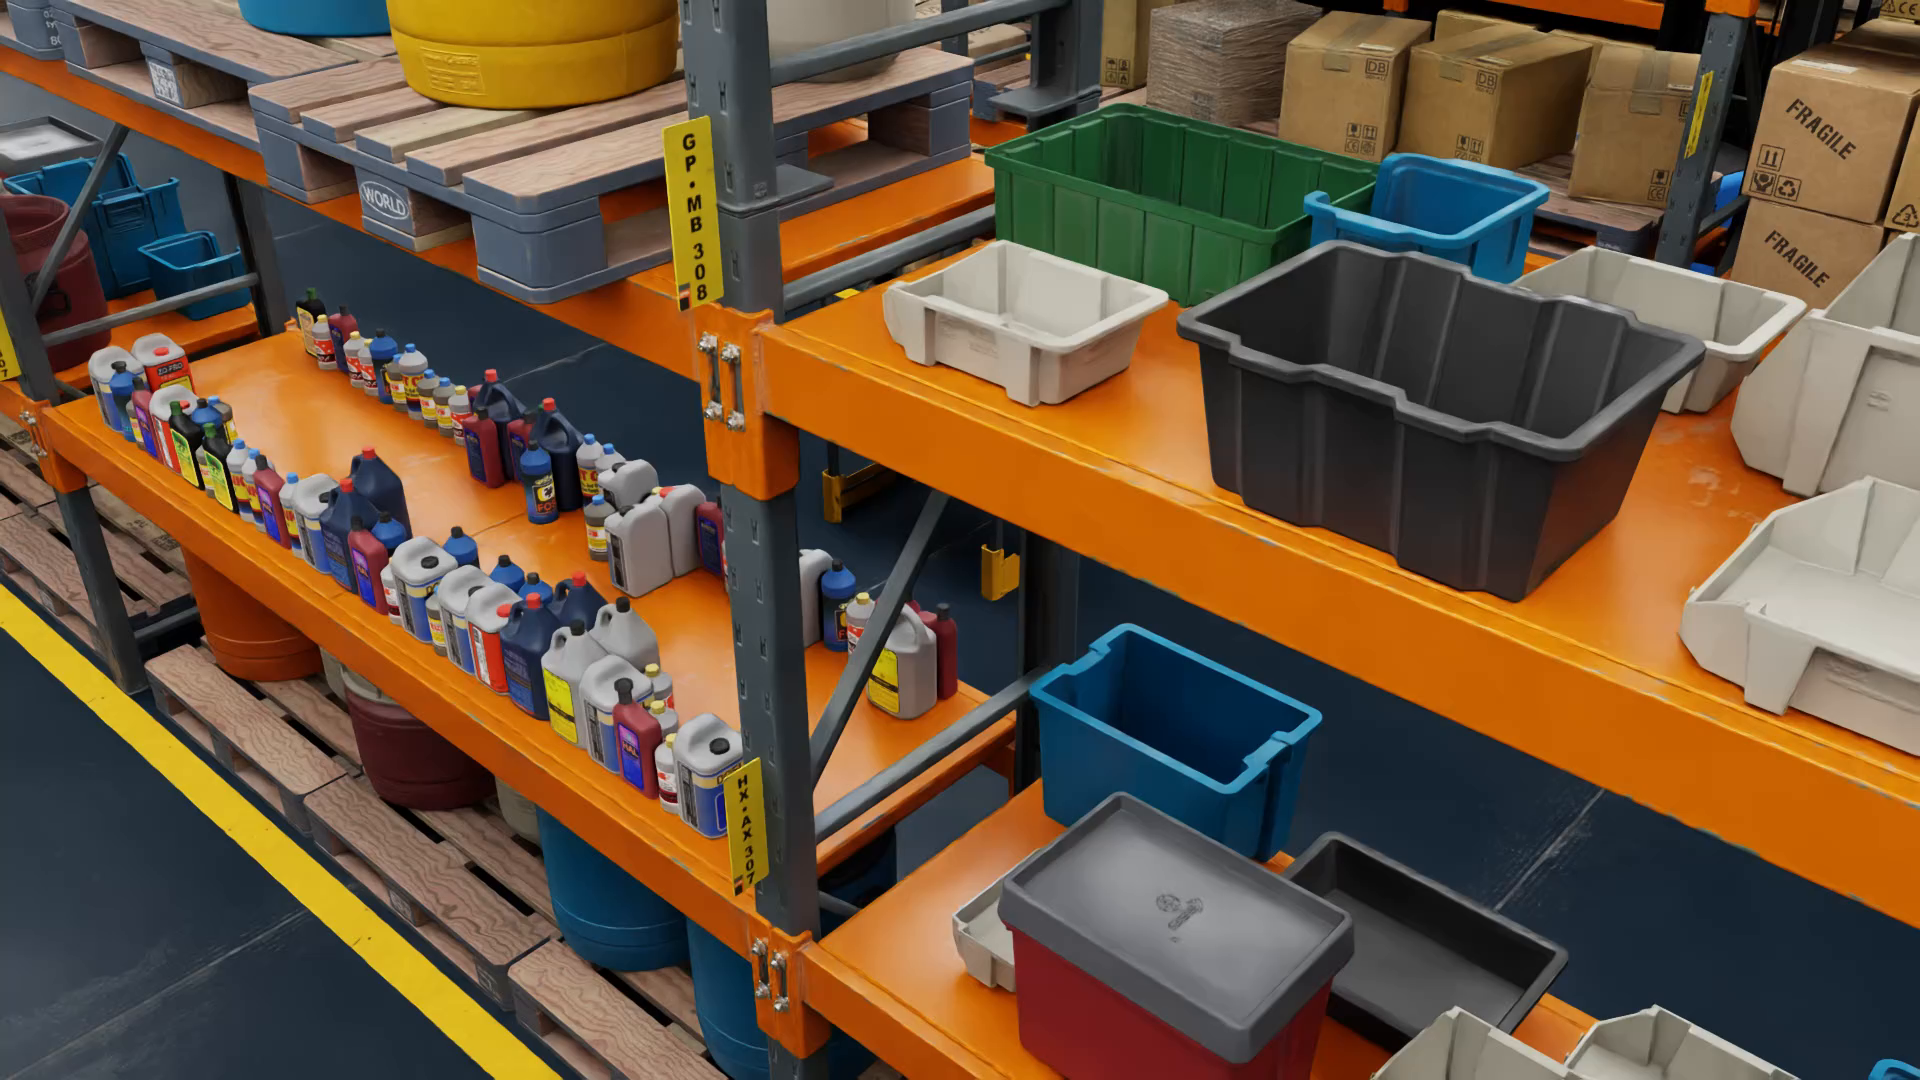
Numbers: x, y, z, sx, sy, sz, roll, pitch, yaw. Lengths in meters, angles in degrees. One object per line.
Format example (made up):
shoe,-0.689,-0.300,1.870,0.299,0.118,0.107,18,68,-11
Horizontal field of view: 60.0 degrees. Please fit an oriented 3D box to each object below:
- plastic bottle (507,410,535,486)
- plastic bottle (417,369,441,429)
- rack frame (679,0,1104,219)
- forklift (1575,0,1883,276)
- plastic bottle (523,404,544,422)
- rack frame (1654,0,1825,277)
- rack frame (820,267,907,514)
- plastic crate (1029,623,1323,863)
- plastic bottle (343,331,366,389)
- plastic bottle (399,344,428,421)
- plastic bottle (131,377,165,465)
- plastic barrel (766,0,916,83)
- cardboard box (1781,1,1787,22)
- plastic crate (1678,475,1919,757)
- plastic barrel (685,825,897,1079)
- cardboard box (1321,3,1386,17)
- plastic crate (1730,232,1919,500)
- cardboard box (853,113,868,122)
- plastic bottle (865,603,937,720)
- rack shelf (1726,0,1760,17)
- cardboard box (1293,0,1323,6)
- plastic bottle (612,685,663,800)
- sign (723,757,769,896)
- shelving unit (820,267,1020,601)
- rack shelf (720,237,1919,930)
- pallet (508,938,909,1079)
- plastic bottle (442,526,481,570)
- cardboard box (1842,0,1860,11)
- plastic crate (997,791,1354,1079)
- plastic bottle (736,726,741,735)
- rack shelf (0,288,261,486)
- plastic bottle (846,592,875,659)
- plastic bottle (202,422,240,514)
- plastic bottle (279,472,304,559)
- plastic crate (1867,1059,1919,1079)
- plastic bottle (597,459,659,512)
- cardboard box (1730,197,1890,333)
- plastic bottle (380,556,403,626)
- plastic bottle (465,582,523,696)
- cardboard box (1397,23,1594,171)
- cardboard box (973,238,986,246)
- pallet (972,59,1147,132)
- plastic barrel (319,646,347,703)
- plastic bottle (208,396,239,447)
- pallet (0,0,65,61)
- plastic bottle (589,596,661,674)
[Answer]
plastic bottle,-1.422,-0.305,5.461,0.133,0.283,0.061,25,39,35
plastic bottle,-1.859,-0.503,5.870,0.097,0.201,0.097,0,31,0
rack frame,-0.085,-2.046,2.424,0.127,3.000,1.000,25,39,35
forklift,4.785,-2.783,9.531,3.031,2.935,1.130,-18,35,-27
plastic bottle,-1.381,-0.328,5.500,0.133,0.283,0.061,25,39,35
rack frame,3.242,-1.369,7.116,0.127,3.000,1.000,25,39,35
rack frame,-0.440,-0.848,7.704,0.032,1.500,0.500,25,39,35
plastic crate,0.490,0.536,3.908,0.575,0.384,0.392,25,39,35
plastic bottle,-2.220,-0.672,6.150,0.097,0.201,0.097,0,31,0
plastic bottle,-1.931,-0.567,5.908,0.097,0.271,0.097,0,31,0
plastic bottle,-2.734,-0.406,5.629,0.133,0.283,0.061,25,39,35
plastic barrel,-0.307,-1.277,3.516,0.433,0.535,0.433,0,31,0
cardboard box,5.522,-3.428,10.761,0.250,0.149,0.380,25,39,35
plastic crate,1.182,0.116,1.997,0.530,0.136,0.437,25,39,35
plastic barrel,-0.477,1.048,4.728,0.708,0.901,0.600,25,39,35
cardboard box,3.029,-3.996,13.476,0.500,0.500,0.700,26,39,36
plastic crate,1.445,-0.211,2.399,0.530,0.282,0.437,25,39,35
cardboard box,-0.687,-2.645,10.950,0.500,0.311,0.500,24,38,34
plastic bottle,-0.158,0.285,4.416,0.185,0.351,0.144,25,39,35
rack shelf,4.725,-1.654,5.378,4.000,0.370,1.077,25,39,35
cardboard box,2.648,-4.538,13.650,0.500,0.250,0.500,26,40,36
plastic bottle,-0.796,0.498,4.127,0.133,0.283,0.061,25,39,35
sign,-0.455,0.615,3.552,0.005,0.325,0.100,25,39,35
shelving unit,-0.057,-0.669,7.407,1.083,1.500,0.587,25,39,35
rack shelf,1.398,0.239,2.234,4.000,0.370,1.077,25,39,35
pallet,-0.629,1.436,5.161,1.213,0.211,1.003,25,39,35
plastic bottle,-1.441,0.084,4.826,0.097,0.271,0.097,0,31,0
cardboard box,5.667,-3.680,10.549,0.500,0.500,0.500,25,39,35
plastic crate,0.409,0.876,3.267,0.583,0.464,0.402,25,39,35
plastic bottle,-0.524,0.542,4.134,0.097,0.201,0.097,0,31,0
rack shelf,-4.533,-1.244,7.606,4.000,0.370,1.077,25,39,35
plastic bottle,-0.267,0.240,4.636,0.097,0.201,0.097,0,31,0
plastic bottle,-2.364,-0.233,5.342,0.133,0.283,0.061,25,39,35
plastic bottle,-2.023,-0.082,5.102,0.097,0.271,0.097,0,31,0
plastic crate,1.720,1.183,2.980,0.300,0.233,0.416,25,39,35
plastic bottle,-1.031,-0.130,5.177,0.135,0.276,0.152,25,39,35
cardboard box,3.437,-1.131,6.624,0.500,0.500,0.500,26,40,36
plastic bottle,-1.615,0.139,4.804,0.097,0.201,0.097,0,31,0
plastic bottle,-1.239,0.263,4.525,0.135,0.276,0.152,25,39,35
cardboard box,2.488,-2.055,7.751,0.700,0.500,0.500,-22,38,-32
cardboard box,0.422,-1.604,9.503,0.500,0.500,0.500,27,40,37
pallet,0.826,-2.463,9.120,1.003,0.211,1.213,25,39,35
plastic barrel,-2.198,0.349,6.266,0.421,0.512,0.421,0,31,0
plastic bottle,-2.534,-0.396,5.692,0.097,0.201,0.097,0,31,0
pallet,-2.549,-1.763,5.044,1.213,0.211,1.003,25,39,35
plastic bottle,-0.889,0.297,4.396,0.185,0.351,0.144,25,39,35
